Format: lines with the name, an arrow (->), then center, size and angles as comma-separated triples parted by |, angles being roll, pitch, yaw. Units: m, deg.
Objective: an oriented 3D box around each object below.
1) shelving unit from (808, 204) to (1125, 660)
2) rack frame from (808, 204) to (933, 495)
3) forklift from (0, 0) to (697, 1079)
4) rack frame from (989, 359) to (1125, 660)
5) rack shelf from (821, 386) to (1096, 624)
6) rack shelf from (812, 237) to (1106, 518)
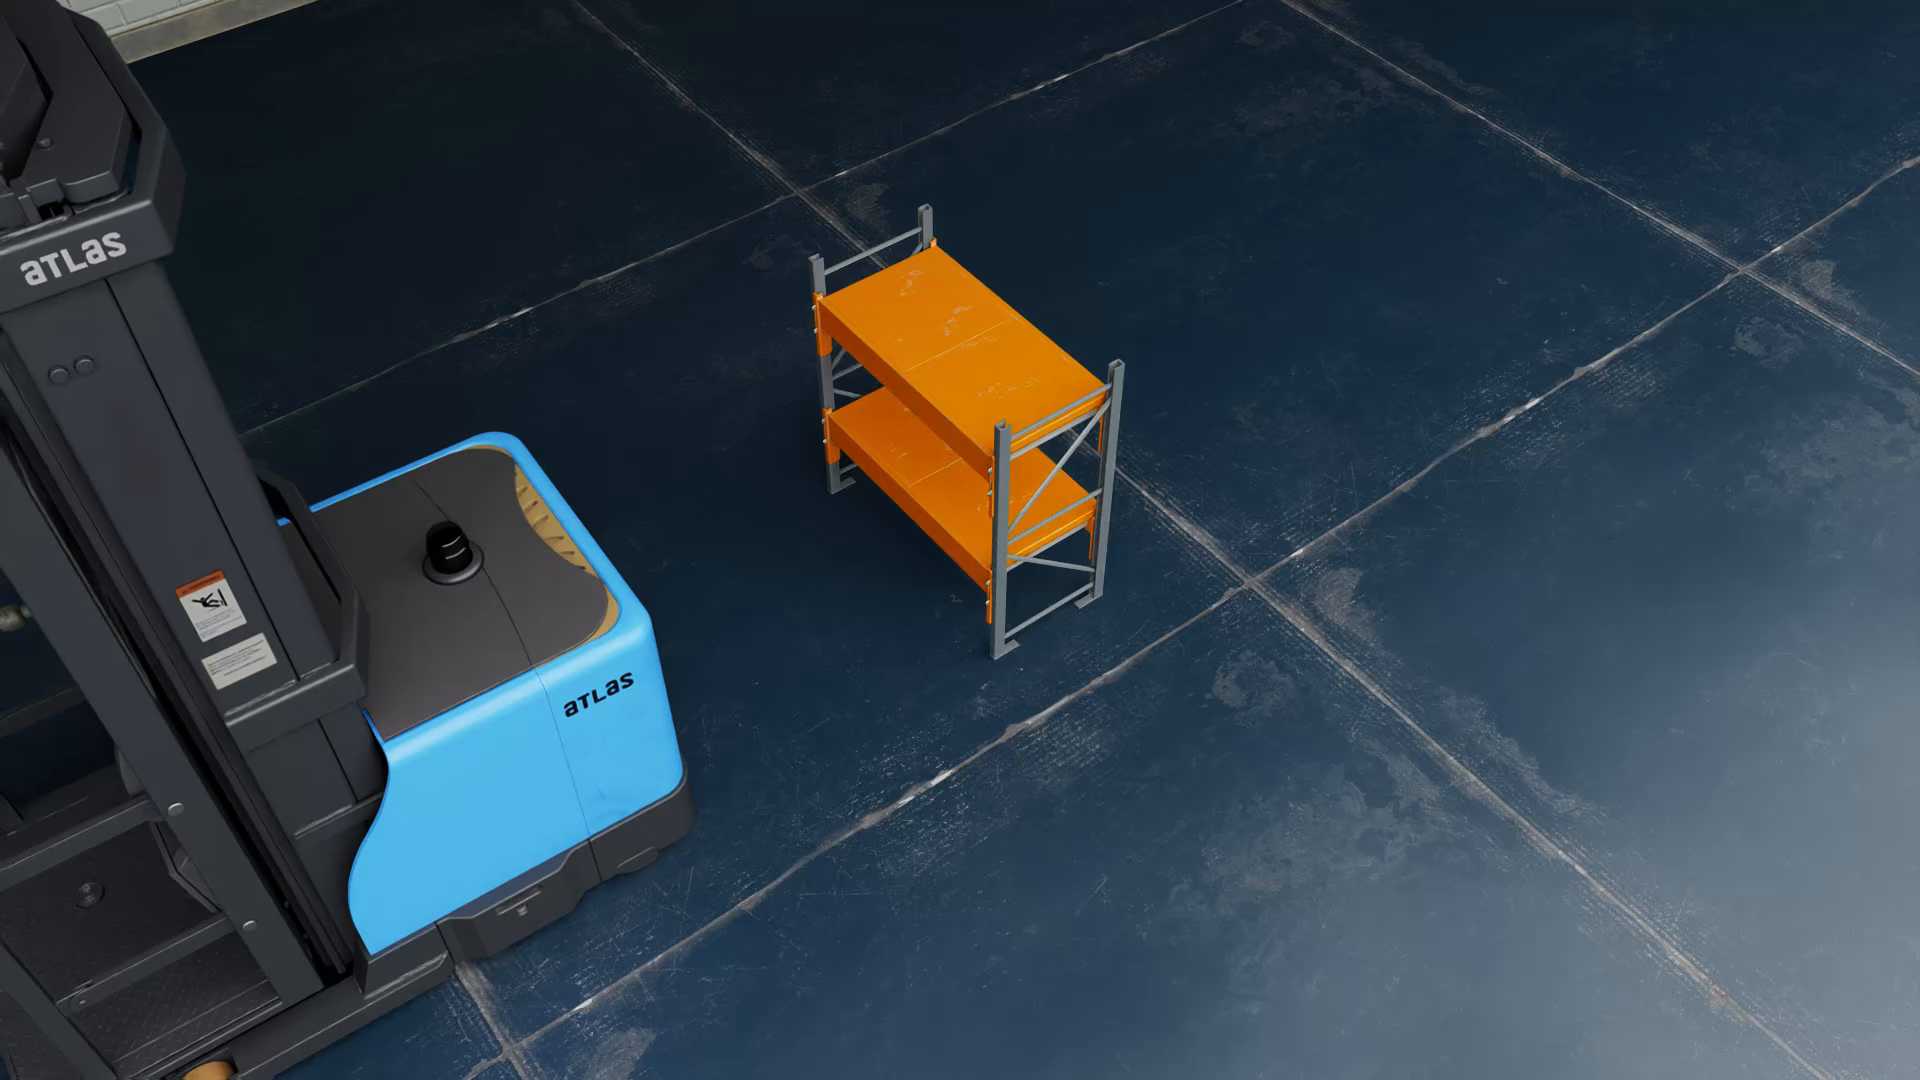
shelving unit -> 0.004, -0.374, 5.830 | 0.538, 1.125, 1.048 | -29, 54, -24
rack frame -> -0.304, -0.674, 6.101 | 0.500, 1.125, 0.032 | -29, 54, -24
forklift -> -2.348, 0.294, 4.005 | 3.031, 2.935, 1.130 | -27, 53, -23
rack frame -> 0.312, -0.074, 5.558 | 0.500, 1.125, 0.032 | -29, 54, -24
rack shelf -> 0.004, -0.210, 6.011 | 0.538, 0.278, 1.000 | -29, 54, -24
rack shelf -> 0.004, -0.570, 5.613 | 0.538, 0.278, 1.000 | -29, 54, -24
